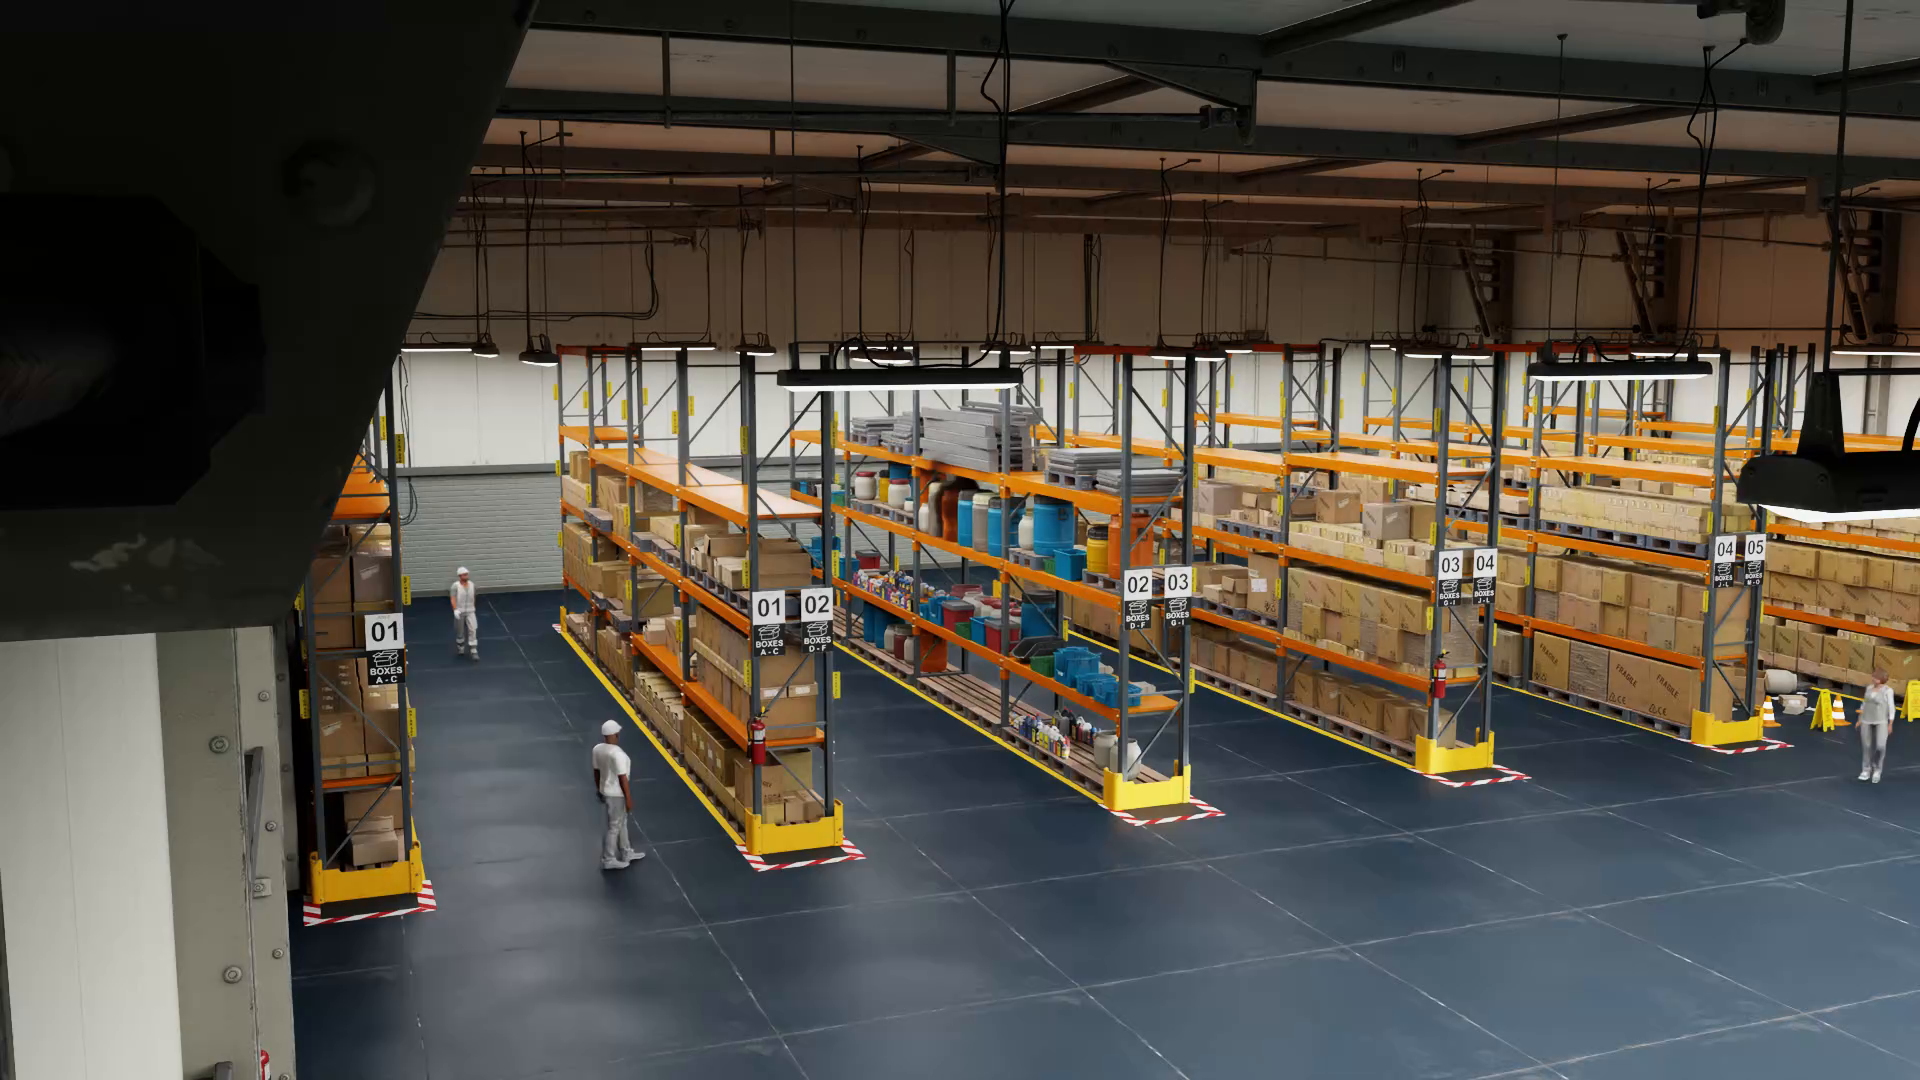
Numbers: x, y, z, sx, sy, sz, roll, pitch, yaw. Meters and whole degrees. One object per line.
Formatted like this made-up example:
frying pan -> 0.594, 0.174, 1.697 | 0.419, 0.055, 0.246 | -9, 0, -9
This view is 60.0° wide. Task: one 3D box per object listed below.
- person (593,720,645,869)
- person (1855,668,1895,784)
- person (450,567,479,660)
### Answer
person -> -3.988, 2.977, 19.612 | 0.608, 1.765, 0.606 | -3, 8, -25
person -> 12.776, 2.591, 23.232 | 0.475, 1.615, 0.412 | 5, 9, 33
person -> -9.521, 1.394, 31.946 | 0.506, 1.743, 0.975 | -3, 8, -24
